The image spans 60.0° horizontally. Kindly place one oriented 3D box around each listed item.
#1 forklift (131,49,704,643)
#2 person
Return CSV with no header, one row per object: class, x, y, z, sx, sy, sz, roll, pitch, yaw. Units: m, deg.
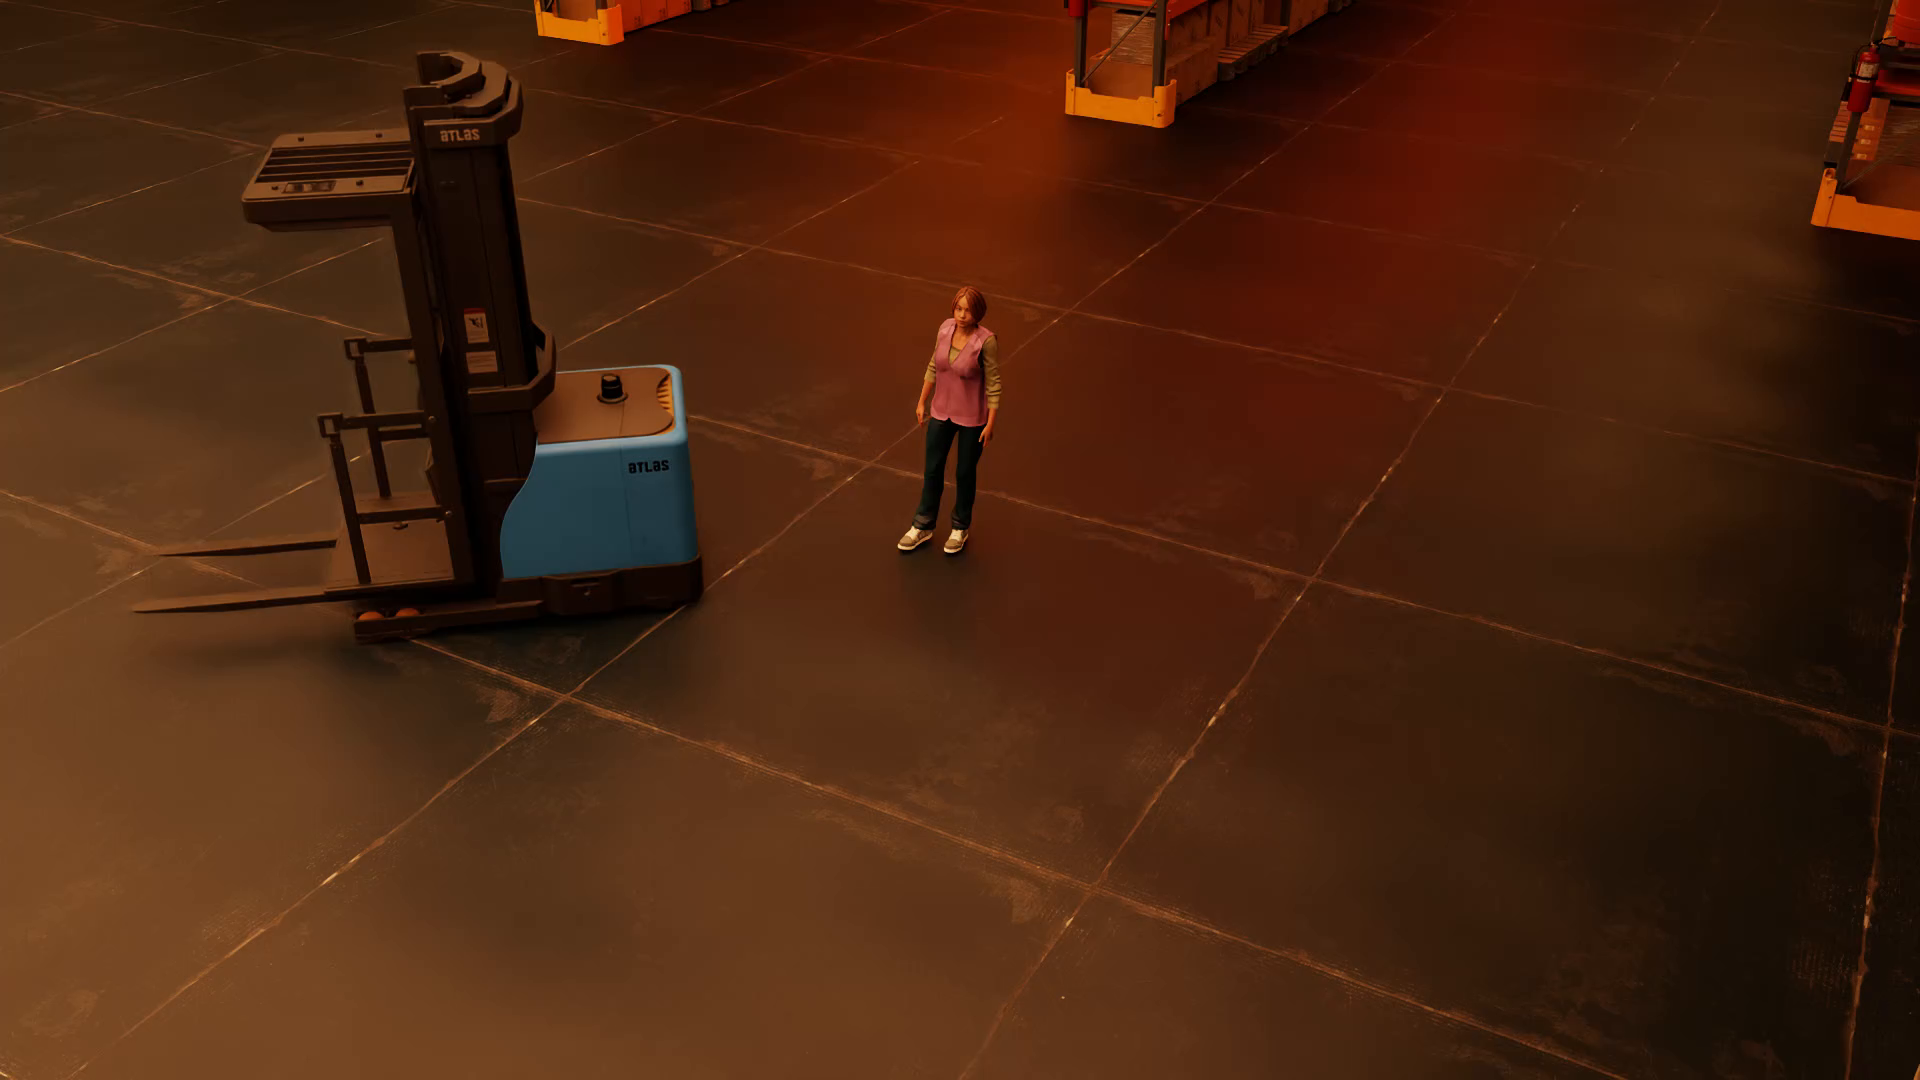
forklift,-3.010,-0.998,8.799,3.031,2.935,1.130,-5,30,-9
person,-0.048,-0.668,9.549,0.521,1.599,0.473,15,33,25
